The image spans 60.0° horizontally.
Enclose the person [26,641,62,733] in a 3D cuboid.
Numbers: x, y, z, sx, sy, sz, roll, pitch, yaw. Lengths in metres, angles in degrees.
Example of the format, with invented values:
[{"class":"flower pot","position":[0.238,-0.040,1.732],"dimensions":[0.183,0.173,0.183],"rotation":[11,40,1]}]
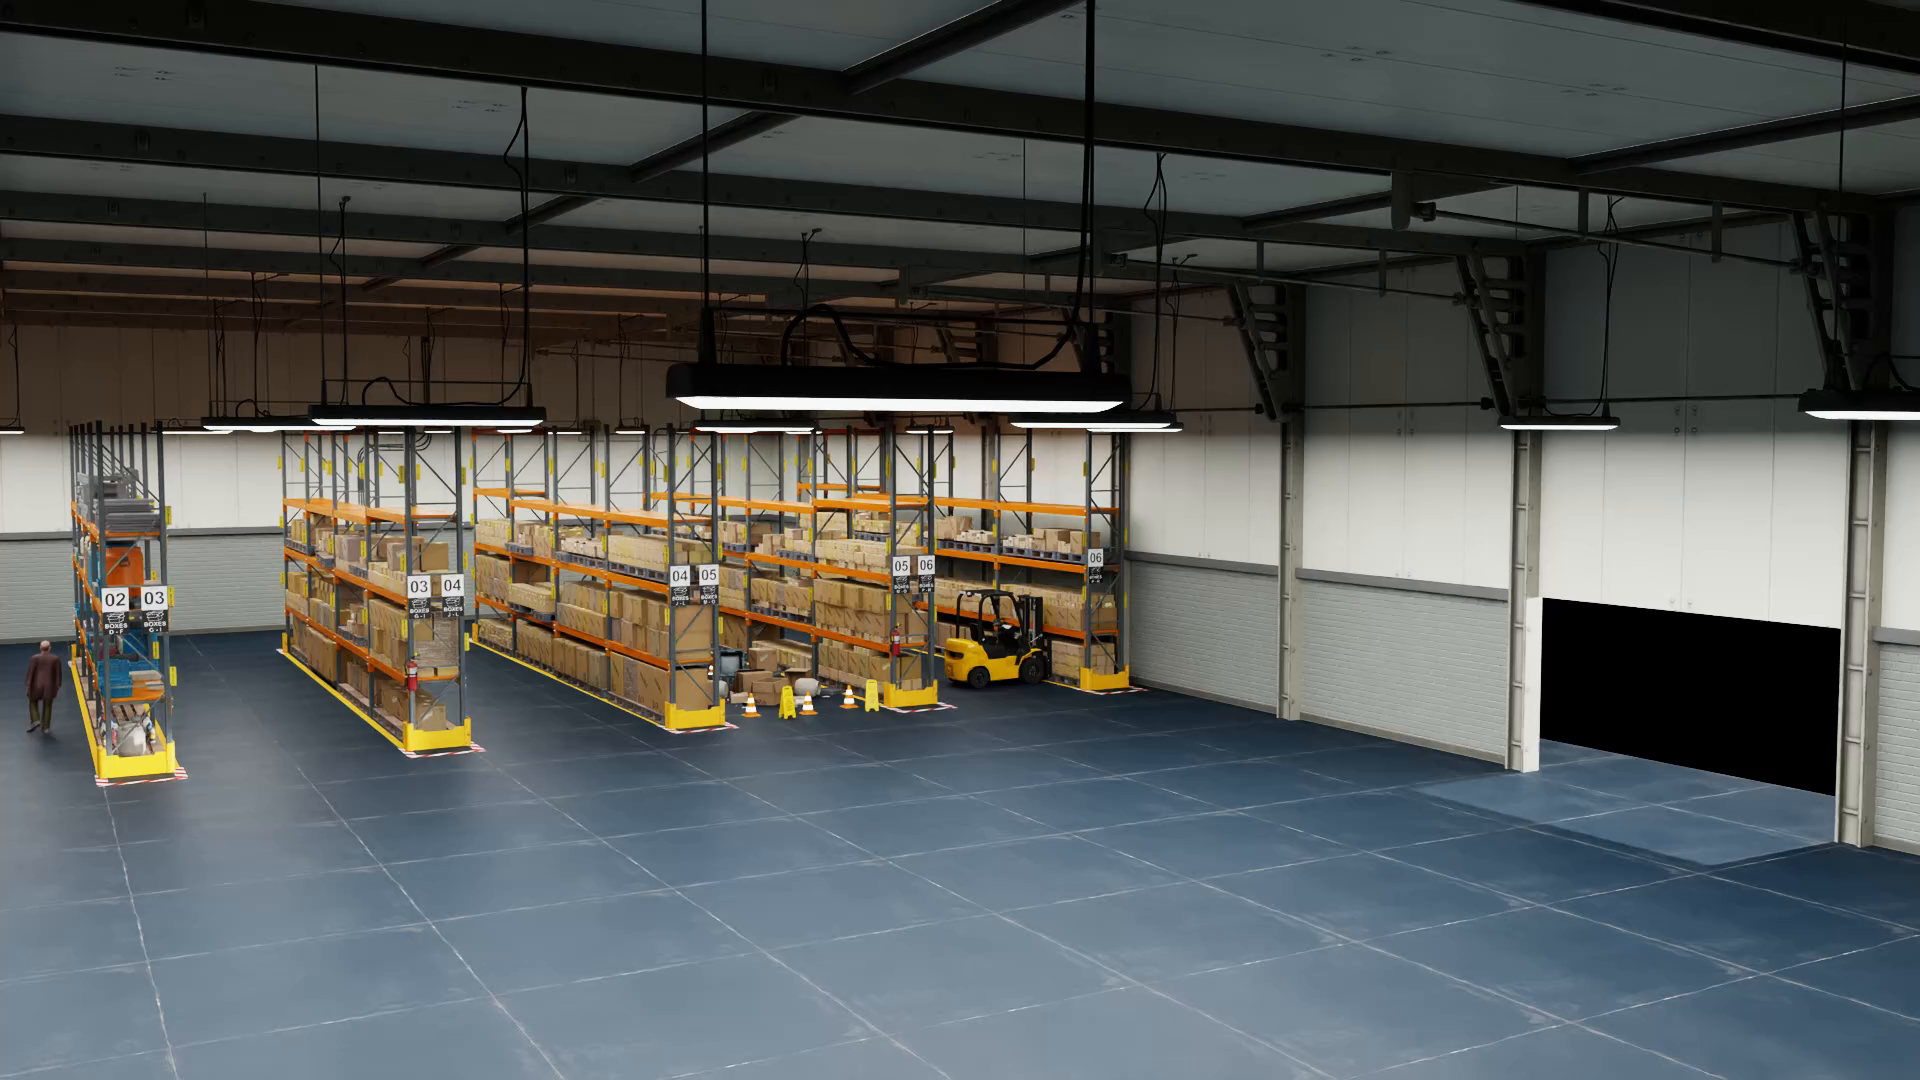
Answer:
[{"class":"person","position":[-17.722,2.834,32.162],"dimensions":[0.639,1.779,0.483],"rotation":[-2,4,-30]}]

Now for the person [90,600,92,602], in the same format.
[{"class":"person","position":[-23.245,2.156,44.738],"dimensions":[0.436,1.580,1.097],"rotation":[-1,4,-10]}]
